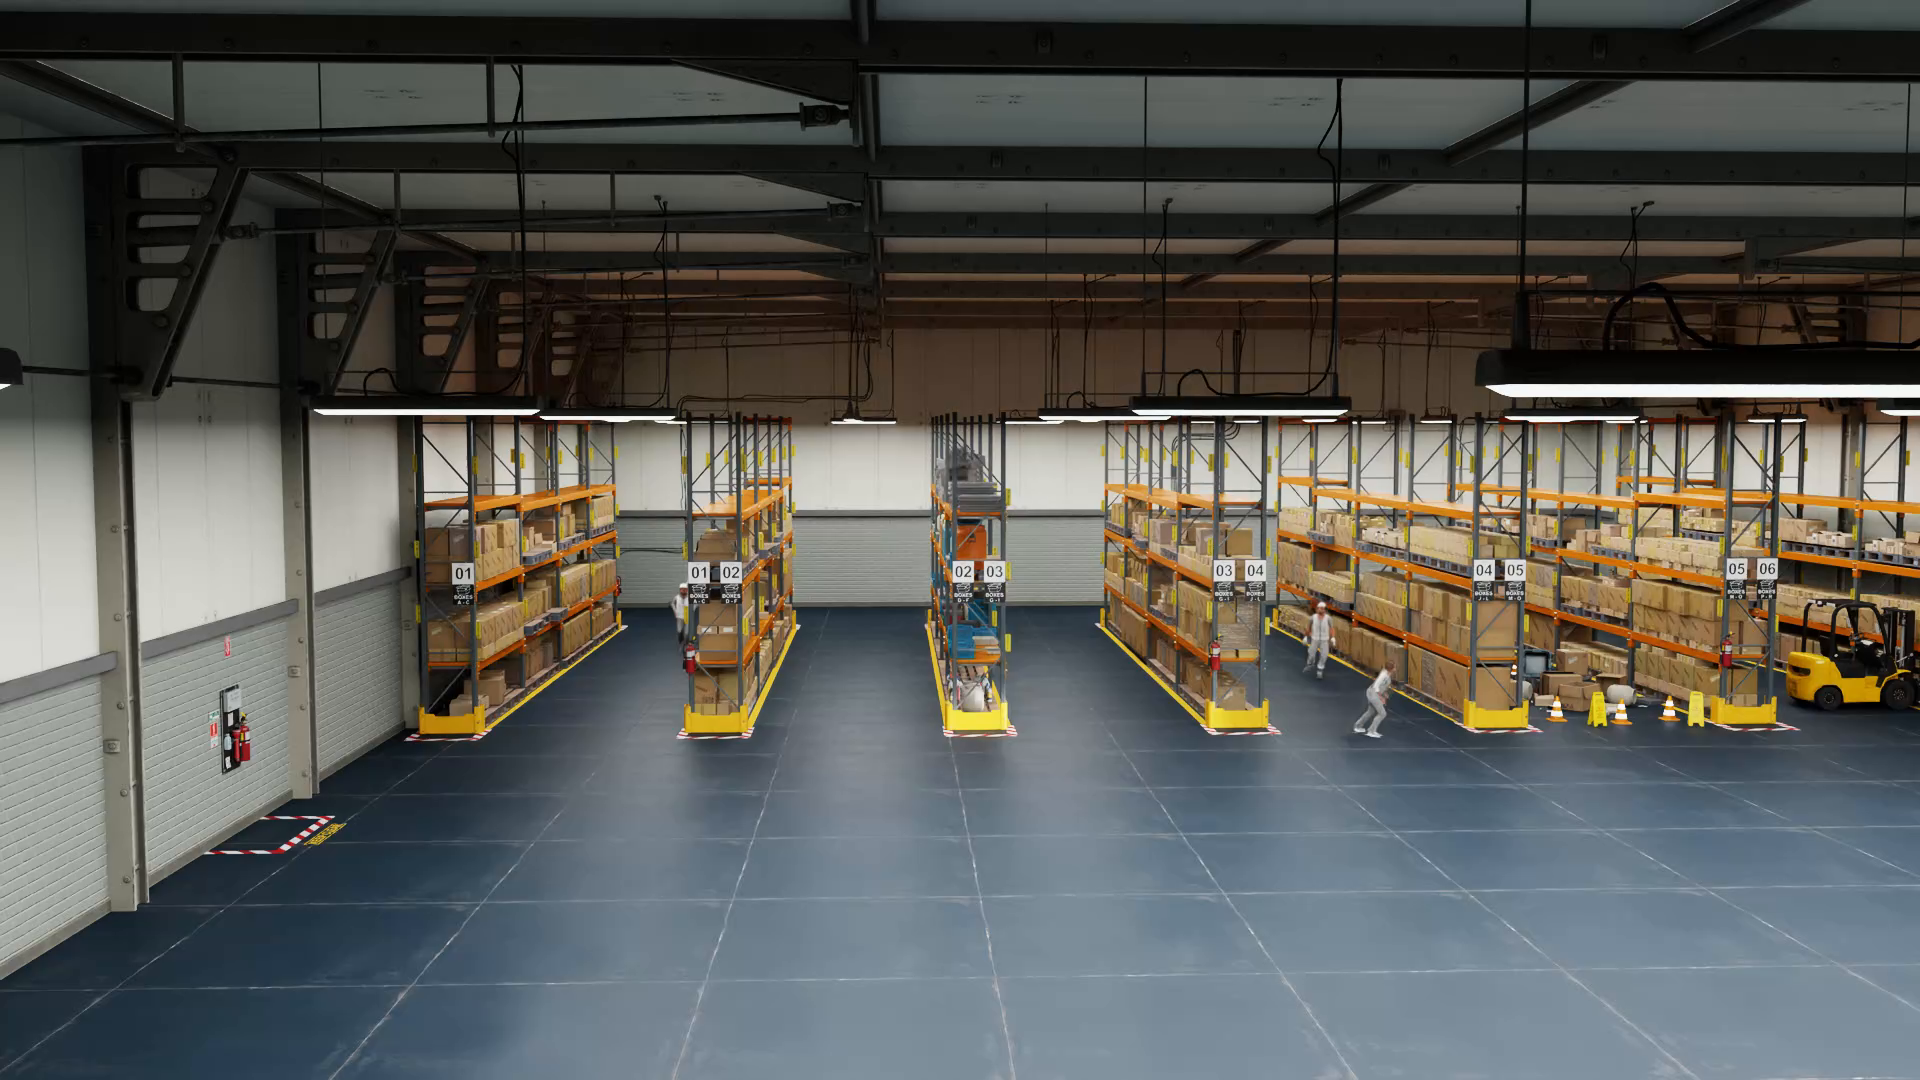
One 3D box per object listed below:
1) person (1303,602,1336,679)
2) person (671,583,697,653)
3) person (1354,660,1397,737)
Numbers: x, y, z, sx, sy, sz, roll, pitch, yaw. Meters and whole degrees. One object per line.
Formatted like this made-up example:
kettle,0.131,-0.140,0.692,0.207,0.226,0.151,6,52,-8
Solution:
person,8.164,2.268,37.802,0.728,1.752,0.681,1,4,11
person,-7.008,1.980,42.170,0.675,1.760,0.682,0,4,-2
person,7.667,2.917,30.711,0.778,1.457,0.586,1,4,18
